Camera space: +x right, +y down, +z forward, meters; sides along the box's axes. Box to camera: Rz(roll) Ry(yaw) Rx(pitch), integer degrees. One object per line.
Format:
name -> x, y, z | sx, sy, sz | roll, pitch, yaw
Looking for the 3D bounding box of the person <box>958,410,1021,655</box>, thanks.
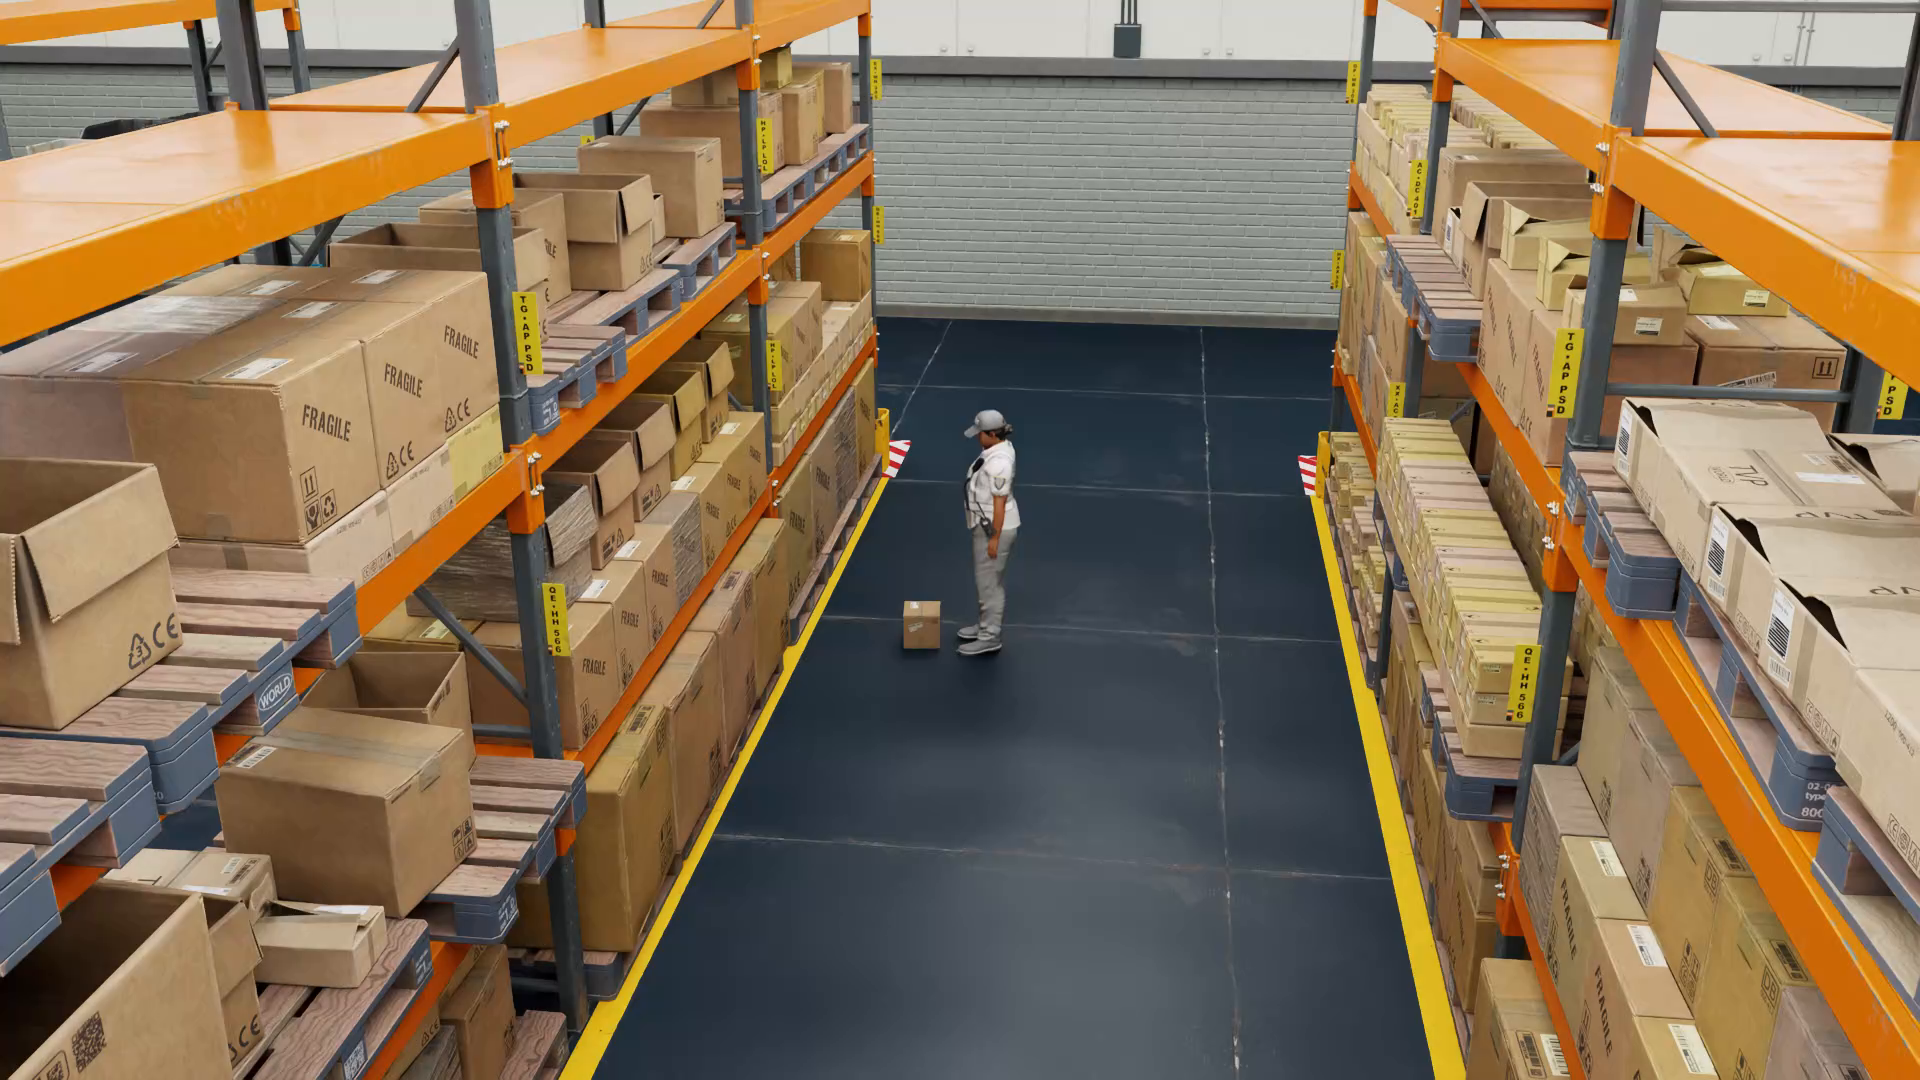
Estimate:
person -> 0.196, -0.073, 11.248 | 0.424, 1.670, 0.481 | 0, 21, 1
